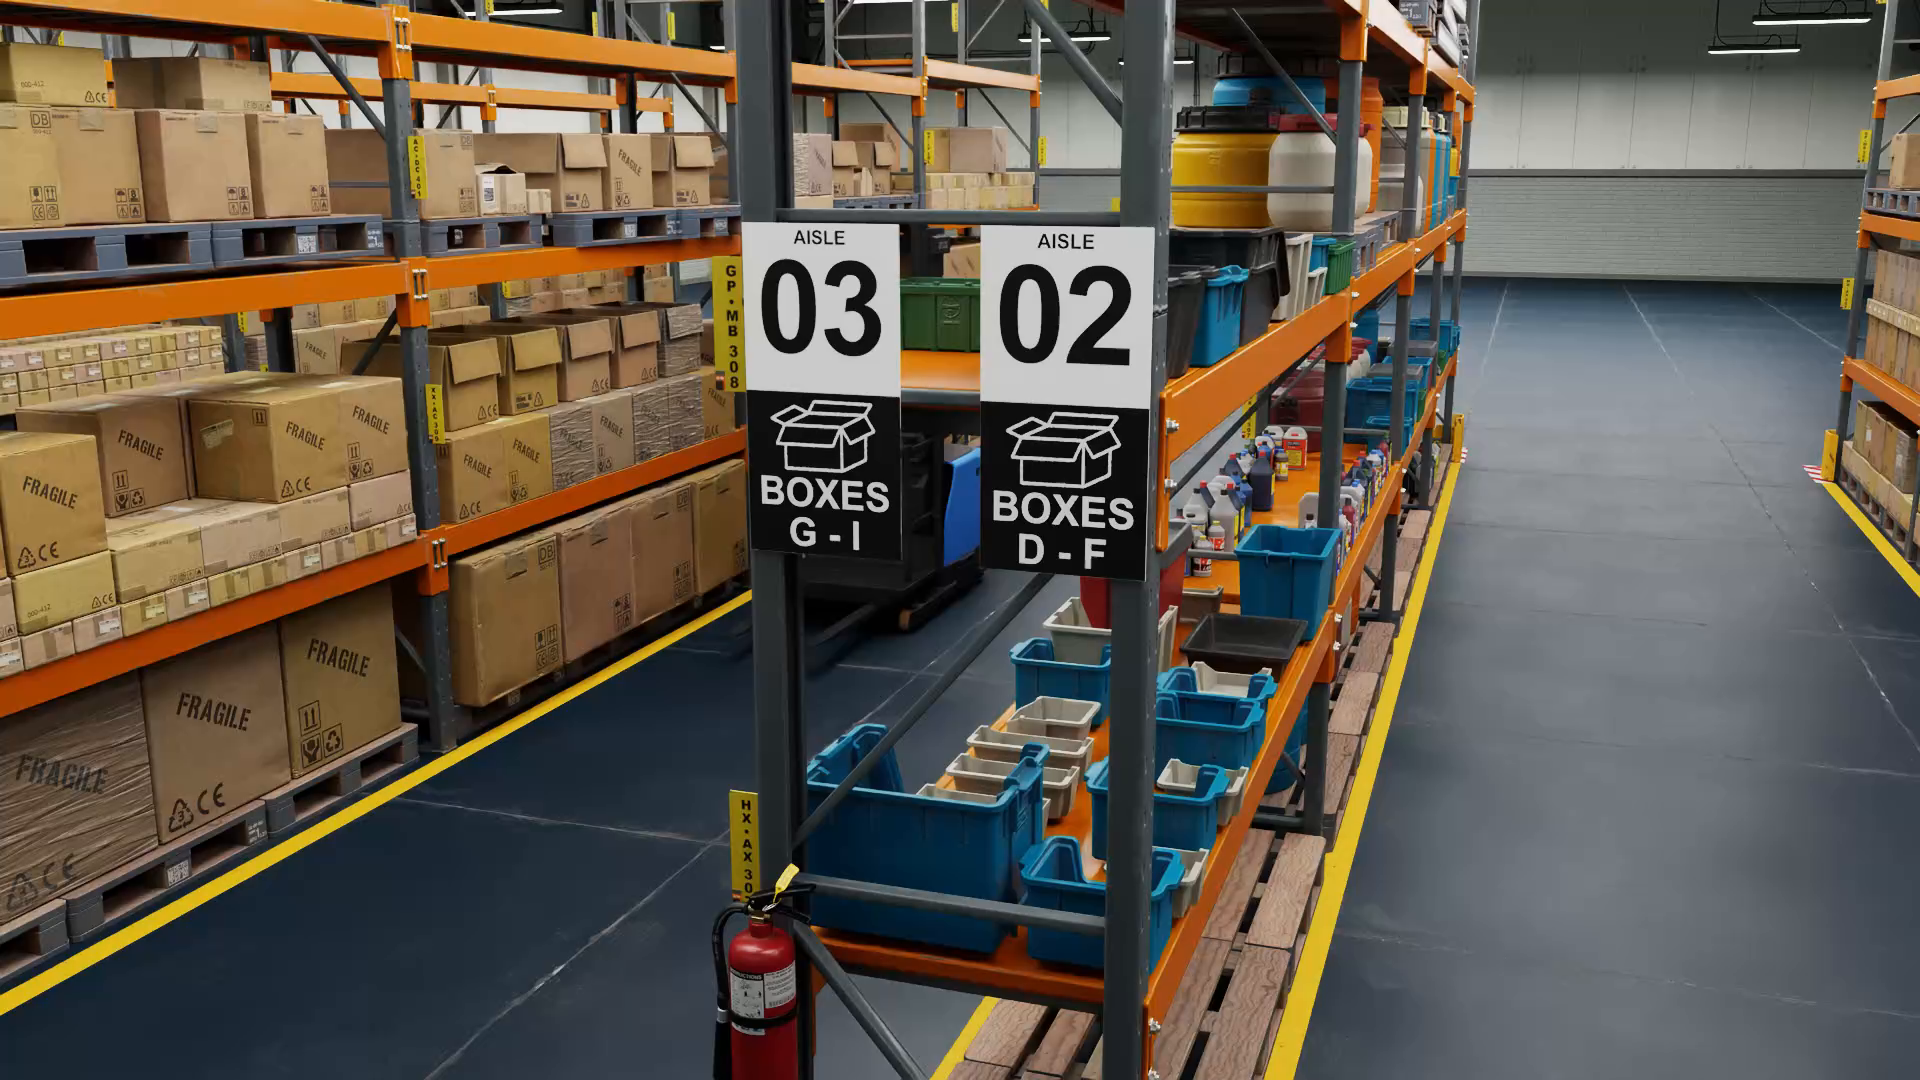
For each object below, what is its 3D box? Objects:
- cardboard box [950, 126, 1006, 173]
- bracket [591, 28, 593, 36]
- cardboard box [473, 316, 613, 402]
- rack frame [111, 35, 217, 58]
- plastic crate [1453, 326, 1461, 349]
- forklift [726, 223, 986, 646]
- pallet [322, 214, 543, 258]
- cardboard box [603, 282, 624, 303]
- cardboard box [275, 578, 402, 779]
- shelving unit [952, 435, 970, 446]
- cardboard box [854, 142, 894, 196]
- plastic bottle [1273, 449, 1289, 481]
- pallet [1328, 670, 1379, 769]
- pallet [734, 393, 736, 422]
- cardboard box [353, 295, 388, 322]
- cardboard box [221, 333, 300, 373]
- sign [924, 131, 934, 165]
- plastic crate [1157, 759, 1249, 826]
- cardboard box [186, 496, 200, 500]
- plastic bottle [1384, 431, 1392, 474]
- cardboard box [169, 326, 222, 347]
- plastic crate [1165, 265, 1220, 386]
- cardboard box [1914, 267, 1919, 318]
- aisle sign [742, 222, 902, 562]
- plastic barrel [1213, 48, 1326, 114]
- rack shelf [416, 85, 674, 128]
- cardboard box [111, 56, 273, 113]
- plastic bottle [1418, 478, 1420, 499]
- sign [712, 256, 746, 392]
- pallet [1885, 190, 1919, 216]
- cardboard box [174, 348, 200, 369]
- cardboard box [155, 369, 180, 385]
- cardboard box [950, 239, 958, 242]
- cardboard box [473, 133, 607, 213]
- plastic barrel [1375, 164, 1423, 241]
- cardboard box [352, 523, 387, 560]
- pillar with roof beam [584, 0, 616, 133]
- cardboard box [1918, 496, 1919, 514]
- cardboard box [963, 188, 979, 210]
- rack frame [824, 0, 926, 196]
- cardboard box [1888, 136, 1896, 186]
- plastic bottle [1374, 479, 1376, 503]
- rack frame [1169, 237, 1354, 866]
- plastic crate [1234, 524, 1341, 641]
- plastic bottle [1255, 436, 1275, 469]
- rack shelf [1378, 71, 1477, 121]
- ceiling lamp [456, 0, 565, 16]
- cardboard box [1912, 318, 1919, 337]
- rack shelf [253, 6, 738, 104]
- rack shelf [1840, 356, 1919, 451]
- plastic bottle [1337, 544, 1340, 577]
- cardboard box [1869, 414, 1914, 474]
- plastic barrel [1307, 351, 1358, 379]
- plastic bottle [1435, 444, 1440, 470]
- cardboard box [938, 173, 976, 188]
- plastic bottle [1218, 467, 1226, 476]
[{"bbox_3d":[0.204,-4.355,18.568,0.500,0.500,0.500,4,14,18],"label":"cardboard box"},{"bbox_3d":[-8.661,-12.144,39.883,0.235,0.232,0.430,4,14,18],"label":"bracket"},{"bbox_3d":[-2.799,-1.221,11.118,0.797,0.503,0.637,5,14,20],"label":"cardboard box"},{"bbox_3d":[-6.783,-4.418,14.121,1.000,3.000,0.127,4,14,18],"label":"rack frame"},{"bbox_3d":[5.274,-2.243,18.409,0.499,0.251,0.616,4,14,18],"label":"plastic crate"},{"bbox_3d":[-0.752,-0.863,12.183,1.130,2.935,3.031,5,14,19],"label":"forklift"},{"bbox_3d":[-3.167,-1.838,9.990,0.805,0.209,1.217,4,13,16],"label":"pallet"},{"bbox_3d":[-4.729,-2.943,20.804,0.875,0.550,0.550,4,14,18],"label":"cardboard box"},{"bbox_3d":[-3.706,0.692,9.047,0.875,0.875,0.875,4,14,18],"label":"cardboard box"},{"bbox_3d":[0.002,-0.733,14.827,0.431,1.500,0.755,4,14,18],"label":"shelving unit"},{"bbox_3d":[-1.074,-3.583,16.027,0.797,0.503,0.637,4,13,16],"label":"cardboard box"},{"bbox_3d":[2.092,-0.491,10.845,0.097,0.201,0.097,0,13,0],"label":"plastic bottle"},{"bbox_3d":[1.952,1.026,10.017,1.003,0.211,1.213,4,14,18],"label":"pallet"},{"bbox_3d":[-1.993,-1.179,13.843,1.213,0.211,1.003,4,14,18],"label":"pallet"},{"bbox_3d":[-6.137,-2.446,16.490,0.700,0.500,0.500,4,14,18],"label":"cardboard box"},{"bbox_3d":[-6.382,-1.617,15.107,0.500,0.500,0.500,5,14,19],"label":"cardboard box"},{"bbox_3d":[-0.302,-3.824,16.214,0.100,0.325,0.005,4,14,18],"label":"sign"},{"bbox_3d":[0.769,0.793,5.231,0.250,0.136,0.298,4,14,18],"label":"plastic crate"},{"bbox_3d":[-3.982,-0.160,8.617,0.500,0.250,0.500,4,14,18],"label":"cardboard box"},{"bbox_3d":[2.837,-0.585,11.074,0.061,0.283,0.133,4,14,18],"label":"plastic bottle"},{"bbox_3d":[-6.508,-1.729,14.107,0.380,0.149,0.250,4,13,16],"label":"cardboard box"},{"bbox_3d":[0.364,-0.533,4.137,0.497,0.269,0.590,4,14,18],"label":"plastic crate"},{"bbox_3d":[9.006,-2.230,14.877,0.700,0.500,0.500,4,14,18],"label":"cardboard box"},{"bbox_3d":[-0.325,-0.347,3.926,0.394,0.787,0.004,4,14,18],"label":"aisle sign"},{"bbox_3d":[1.677,-2.198,9.065,0.600,0.901,0.708,4,14,18],"label":"plastic barrel"},{"bbox_3d":[-4.842,-5.136,19.781,1.077,0.370,4.000,4,14,18],"label":"rack shelf"},{"bbox_3d":[-3.727,-2.205,8.089,0.500,0.250,0.500,3,13,15],"label":"cardboard box"},{"bbox_3d":[4.376,-0.520,15.669,0.097,0.271,0.097,0,13,0],"label":"plastic bottle"},{"bbox_3d":[-0.550,-0.521,4.025,0.100,0.325,0.005,4,14,18],"label":"sign"},{"bbox_3d":[9.192,-3.100,15.285,1.003,0.211,1.213,4,14,18],"label":"pallet"},{"bbox_3d":[-6.597,-1.527,13.891,0.380,0.149,0.250,5,14,21],"label":"cardboard box"},{"bbox_3d":[-6.673,-1.332,13.704,0.380,0.149,0.250,5,14,19],"label":"cardboard box"},{"bbox_3d":[-0.299,-3.174,19.013,0.500,0.500,0.500,4,14,18],"label":"cardboard box"},{"bbox_3d":[-2.763,-2.401,10.848,0.797,0.503,0.637,4,14,18],"label":"cardboard box"},{"bbox_3d":[2.954,-2.318,11.412,0.421,0.512,0.421,0,13,0],"label":"plastic barrel"},{"bbox_3d":[-3.289,-0.008,8.846,0.380,0.149,0.250,5,14,19],"label":"cardboard box"},{"bbox_3d":[-4.790,-10.192,39.421,9.100,9.000,0.548,4,14,18],"label":"pillar with roof beam"},{"bbox_3d":[8.175,-0.311,13.587,0.500,0.311,0.500,4,14,19],"label":"cardboard box"},{"bbox_3d":[-0.103,-3.638,17.783,0.500,0.250,0.500,4,13,16],"label":"cardboard box"},{"bbox_3d":[-0.828,-4.882,16.153,1.000,3.000,0.127,4,14,18],"label":"rack frame"},{"bbox_3d":[9.648,-3.750,16.446,0.797,0.503,0.637,5,14,22],"label":"cardboard box"},{"bbox_3d":[2.487,-0.330,10.141,0.097,0.201,0.097,0,13,0],"label":"plastic bottle"},{"bbox_3d":[1.270,0.084,7.879,1.000,3.000,0.127,4,14,18],"label":"rack frame"},{"bbox_3d":[1.441,0.185,7.336,0.392,0.384,0.575,4,14,18],"label":"plastic crate"},{"bbox_3d":[1.968,-0.532,10.859,0.152,0.276,0.135,4,14,18],"label":"plastic bottle"},{"bbox_3d":[4.505,-4.401,16.561,1.077,0.370,4.000,4,14,18],"label":"rack shelf"},{"bbox_3d":[-7.774,-10.790,28.923,2.000,3.185,0.800,4,14,18],"label":"ceiling lamp"},{"bbox_3d":[8.760,-1.895,14.866,0.380,0.149,0.250,4,14,18],"label":"cardboard box"},{"bbox_3d":[-2.770,-3.073,10.743,1.077,0.370,4.000,4,14,18],"label":"rack shelf"},{"bbox_3d":[9.191,-1.313,15.618,1.077,0.370,4.000,4,14,18],"label":"rack shelf"},{"bbox_3d":[1.855,0.081,8.340,0.097,0.201,0.097,0,13,0],"label":"plastic bottle"},{"bbox_3d":[8.966,-0.902,15.751,0.500,0.500,0.500,4,14,18],"label":"cardboard box"},{"bbox_3d":[2.964,-1.235,13.354,0.433,0.535,0.433,0,13,0],"label":"plastic barrel"},{"bbox_3d":[4.866,-0.860,17.146,0.152,0.276,0.135,4,14,19],"label":"plastic bottle"},{"bbox_3d":[-0.045,-3.864,17.877,0.380,0.149,0.250,4,13,17],"label":"cardboard box"},{"bbox_3d":[1.523,-0.278,9.725,0.061,0.283,0.133,4,14,18],"label":"plastic bottle"}]
